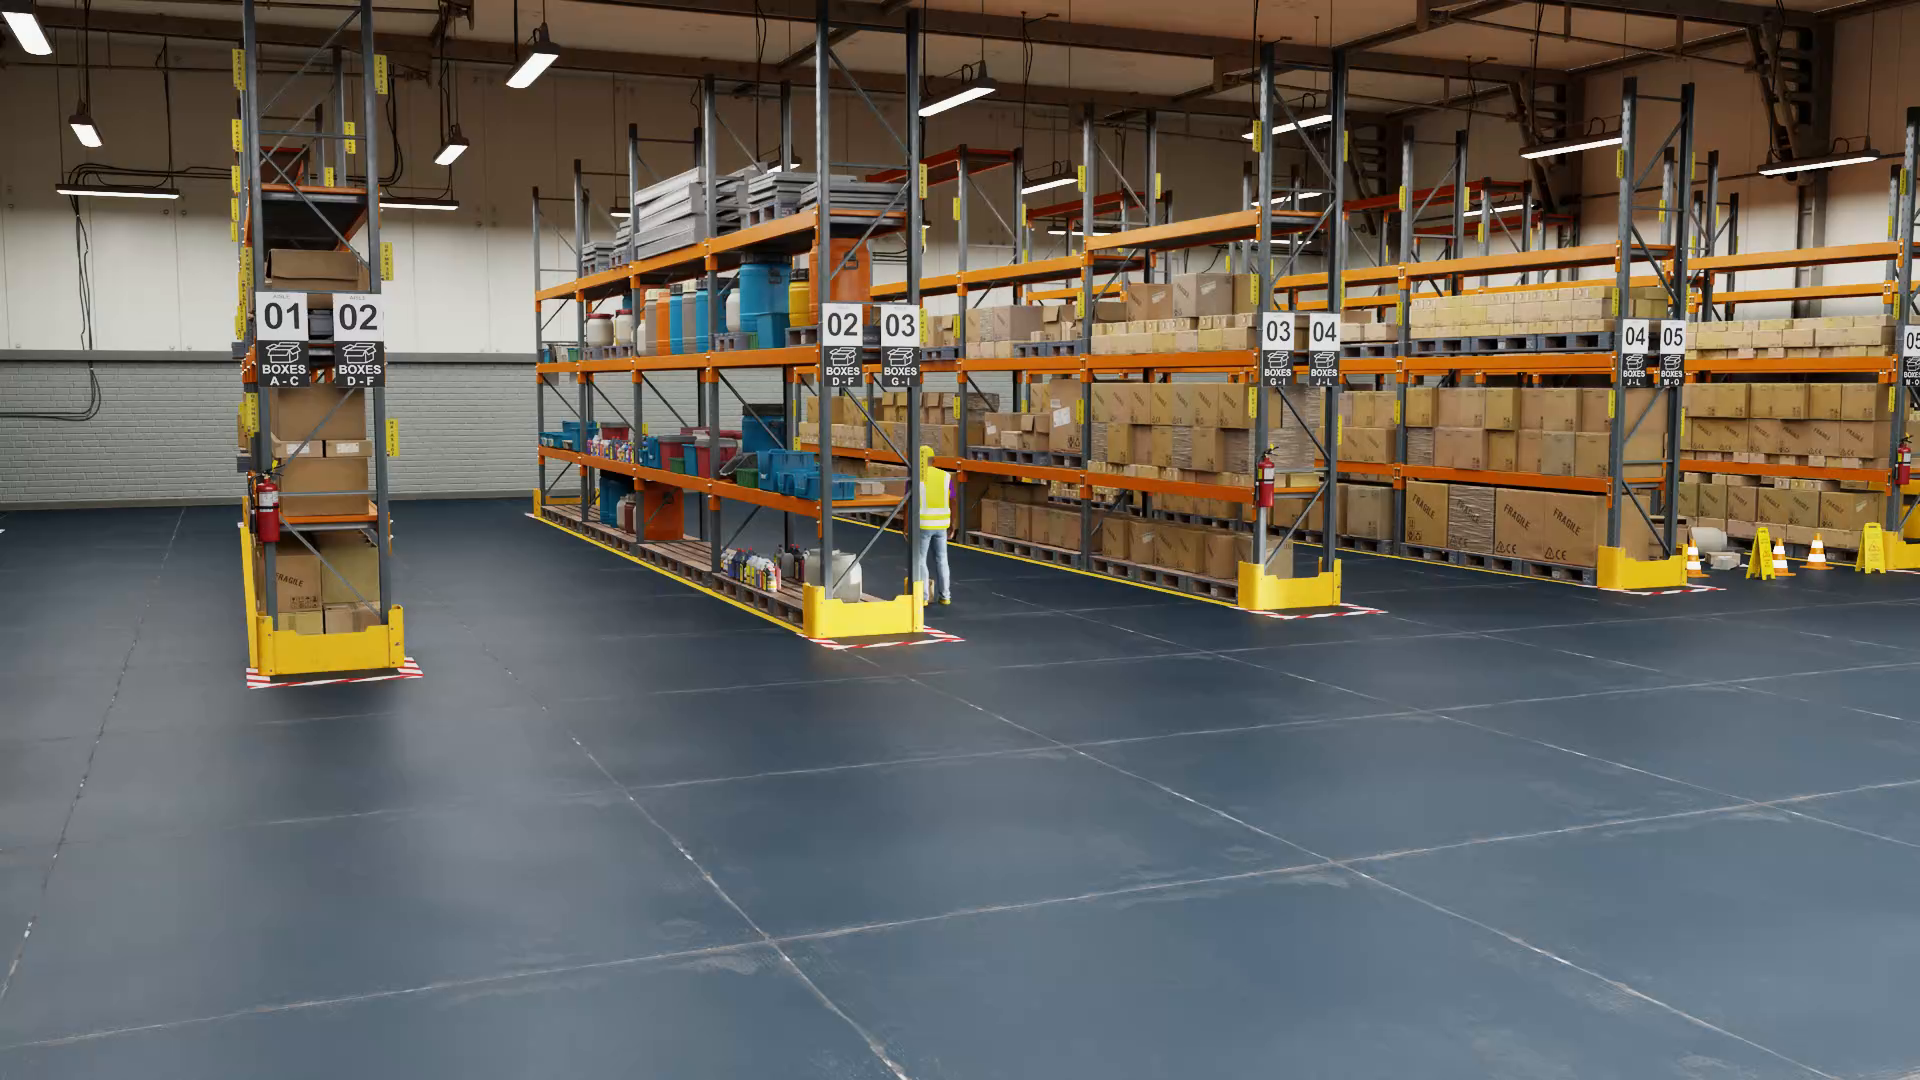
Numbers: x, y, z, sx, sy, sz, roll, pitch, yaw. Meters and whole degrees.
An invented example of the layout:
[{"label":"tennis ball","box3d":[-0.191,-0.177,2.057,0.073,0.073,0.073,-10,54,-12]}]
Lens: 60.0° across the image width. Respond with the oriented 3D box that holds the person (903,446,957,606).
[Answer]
[{"label":"person","box3d":[-0.339,-0.163,18.407,0.627,1.760,0.459,-2,6,-23]}]
